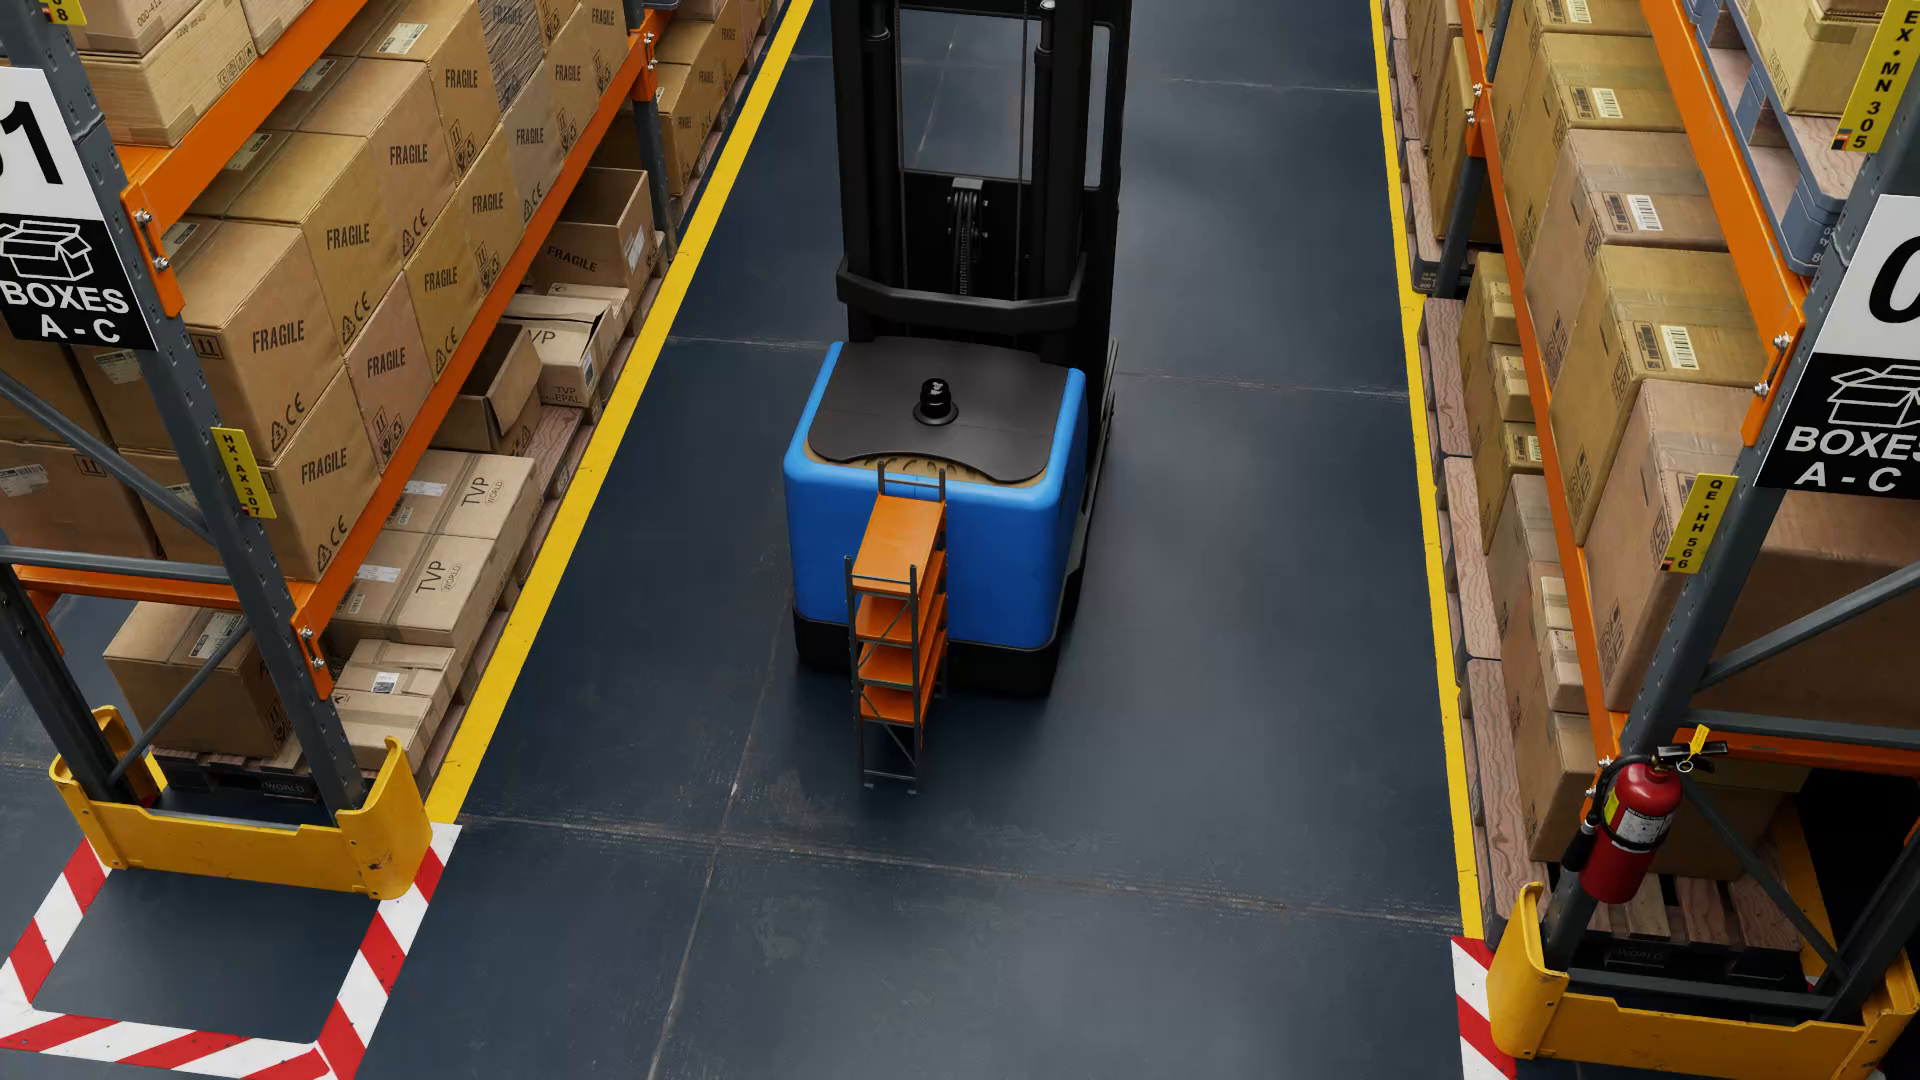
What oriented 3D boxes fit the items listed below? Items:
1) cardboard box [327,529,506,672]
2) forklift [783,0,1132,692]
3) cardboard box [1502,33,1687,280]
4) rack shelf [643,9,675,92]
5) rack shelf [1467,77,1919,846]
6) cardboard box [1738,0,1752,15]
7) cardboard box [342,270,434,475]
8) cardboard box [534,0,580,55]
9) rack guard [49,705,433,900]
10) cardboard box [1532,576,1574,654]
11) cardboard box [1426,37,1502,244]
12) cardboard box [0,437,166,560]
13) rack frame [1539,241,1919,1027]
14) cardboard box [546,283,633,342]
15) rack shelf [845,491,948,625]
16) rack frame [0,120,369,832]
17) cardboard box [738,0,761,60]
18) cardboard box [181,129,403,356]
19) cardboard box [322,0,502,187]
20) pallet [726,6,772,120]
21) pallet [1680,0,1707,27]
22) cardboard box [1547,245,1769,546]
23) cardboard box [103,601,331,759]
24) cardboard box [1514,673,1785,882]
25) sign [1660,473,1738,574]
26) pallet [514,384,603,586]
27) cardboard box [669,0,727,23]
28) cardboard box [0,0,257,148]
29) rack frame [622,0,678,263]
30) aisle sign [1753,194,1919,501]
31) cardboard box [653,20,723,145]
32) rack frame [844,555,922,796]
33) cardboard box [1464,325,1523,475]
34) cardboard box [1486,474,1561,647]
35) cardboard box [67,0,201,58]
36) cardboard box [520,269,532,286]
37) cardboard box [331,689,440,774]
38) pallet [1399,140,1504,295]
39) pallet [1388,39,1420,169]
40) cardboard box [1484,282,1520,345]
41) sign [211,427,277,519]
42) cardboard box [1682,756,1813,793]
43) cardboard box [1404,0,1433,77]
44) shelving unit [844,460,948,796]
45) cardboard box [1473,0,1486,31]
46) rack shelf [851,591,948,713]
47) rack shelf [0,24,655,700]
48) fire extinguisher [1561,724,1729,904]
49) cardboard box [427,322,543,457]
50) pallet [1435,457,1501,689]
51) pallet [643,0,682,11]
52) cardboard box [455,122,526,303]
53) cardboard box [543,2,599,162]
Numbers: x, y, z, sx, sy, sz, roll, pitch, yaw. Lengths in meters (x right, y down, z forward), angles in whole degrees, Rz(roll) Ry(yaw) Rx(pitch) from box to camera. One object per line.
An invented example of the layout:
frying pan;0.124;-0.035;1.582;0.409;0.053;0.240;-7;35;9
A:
cardboard box;-2.126;0.233;6.524;0.500;0.250;0.500;5;44;6
forklift;0.117;-1.490;6.714;1.130;2.935;3.031;7;44;8
cardboard box;2.705;-1.442;6.395;0.980;0.700;0.700;4;44;4
rack shelf;-1.752;-3.748;9.572;1.077;0.370;4.000;5;44;6
rack shelf;2.630;-0.574;6.220;1.077;0.370;4.000;5;44;6
cardboard box;2.267;-1.574;4.302;0.500;0.250;0.500;4;44;4
cardboard box;-2.162;-0.587;5.638;0.500;0.500;0.500;5;44;5
cardboard box;-1.892;-2.328;6.749;0.500;0.500;0.500;4;44;5
rack guard;-2.535;0.936;5.920;1.175;0.500;0.348;5;44;6
cardboard box;2.228;0.283;5.833;0.380;0.149;0.250;6;44;7
cardboard box;2.852;-2.025;8.487;0.750;0.750;0.750;6;44;6
cardboard box;-2.756;-0.286;5.320;0.500;0.500;0.500;6;44;7
rack frame;2.366;0.528;4.533;1.000;3.000;0.127;5;44;6
cardboard box;-1.800;-1.096;8.001;0.380;0.149;0.250;5;44;6
rack shelf;-0.216;0.056;5.769;0.258;0.148;0.480;7;44;8
rack frame;-2.545;0.080;5.006;1.000;3.000;0.127;5;44;6
cardboard box;-1.510;-3.255;10.026;0.500;0.500;0.500;4;44;4
cardboard box;-2.163;-0.955;5.299;0.500;0.500;0.500;6;44;6
cardboard box;-2.026;-1.642;6.024;0.500;0.500;0.500;5;44;5
pallet;-1.787;-3.025;10.314;1.003;0.211;1.213;5;44;6
pallet;2.612;-1.870;4.948;1.003;0.211;1.213;5;44;6
cardboard box;2.508;-0.427;5.323;0.980;0.700;0.700;5;44;5
cardboard box;-2.717;0.435;6.129;0.500;0.500;0.500;5;44;6
cardboard box;2.359;0.797;5.762;0.700;0.500;0.500;5;44;6
sign;1.830;-0.038;4.116;0.100;0.325;0.005;5;44;6
pallet;-2.267;-0.332;7.469;1.003;0.211;1.213;5;44;6
cardboard box;-1.579;-3.160;9.380;0.500;0.250;0.500;5;44;6
cardboard box;-2.225;-1.282;4.372;0.500;0.250;0.500;5;44;6
rack frame;-2.016;-2.646;7.885;1.000;3.000;0.127;5;44;6
aisle sign;2.059;-0.395;3.616;0.394;0.787;0.004;5;44;6
cardboard box;-1.651;-2.570;9.303;0.500;0.500;0.500;6;44;6
rack frame;-0.262;0.506;5.865;0.240;1.200;0.015;7;44;8
cardboard box;2.624;-0.601;7.238;0.700;0.500;0.500;5;44;5
cardboard box;2.491;0.113;6.484;0.700;0.500;0.500;4;44;4
cardboard box;-2.219;-1.463;4.199;0.500;0.250;0.500;5;44;6
cardboard box;-2.286;-1.563;8.377;0.500;0.311;0.500;5;44;6
cardboard box;-2.149;0.701;6.103;0.380;0.149;0.250;5;44;6
pallet;2.922;-1.719;8.934;1.003;0.211;1.213;5;44;6
pallet;3.081;-2.552;9.814;1.003;0.211;1.213;5;44;6
cardboard box;2.468;-0.962;7.147;0.380;0.149;0.250;7;44;7
sign;-2.007;-0.185;4.656;0.100;0.325;0.005;5;44;6
cardboard box;2.541;0.665;5.430;0.380;0.149;0.250;6;44;6
cardboard box;3.074;-3.211;9.739;0.750;0.750;0.750;5;44;5
shelving unit;-0.216;0.341;6.039;0.258;1.200;0.503;7;44;8
cardboard box;2.668;-2.545;7.946;0.380;0.149;0.250;6;44;6
rack shelf;-0.216;0.390;6.085;0.258;0.148;0.480;7;44;8
rack shelf;-2.281;-1.022;6.693;1.077;0.370;4.000;5;44;6
fire extinguisher;1.888;0.752;4.624;0.296;0.674;0.183;5;44;6
cardboard box;-2.260;-0.619;7.239;0.797;0.503;0.637;5;44;6
pallet;2.558;0.159;6.951;1.003;0.211;1.213;5;44;6
pallet;-1.802;-3.111;8.516;1.003;0.211;1.213;5;44;6
cardboard box;-2.025;-1.269;6.358;0.500;0.500;0.500;6;44;6
cardboard box;-1.895;-1.967;7.095;0.500;0.500;0.500;6;44;7
